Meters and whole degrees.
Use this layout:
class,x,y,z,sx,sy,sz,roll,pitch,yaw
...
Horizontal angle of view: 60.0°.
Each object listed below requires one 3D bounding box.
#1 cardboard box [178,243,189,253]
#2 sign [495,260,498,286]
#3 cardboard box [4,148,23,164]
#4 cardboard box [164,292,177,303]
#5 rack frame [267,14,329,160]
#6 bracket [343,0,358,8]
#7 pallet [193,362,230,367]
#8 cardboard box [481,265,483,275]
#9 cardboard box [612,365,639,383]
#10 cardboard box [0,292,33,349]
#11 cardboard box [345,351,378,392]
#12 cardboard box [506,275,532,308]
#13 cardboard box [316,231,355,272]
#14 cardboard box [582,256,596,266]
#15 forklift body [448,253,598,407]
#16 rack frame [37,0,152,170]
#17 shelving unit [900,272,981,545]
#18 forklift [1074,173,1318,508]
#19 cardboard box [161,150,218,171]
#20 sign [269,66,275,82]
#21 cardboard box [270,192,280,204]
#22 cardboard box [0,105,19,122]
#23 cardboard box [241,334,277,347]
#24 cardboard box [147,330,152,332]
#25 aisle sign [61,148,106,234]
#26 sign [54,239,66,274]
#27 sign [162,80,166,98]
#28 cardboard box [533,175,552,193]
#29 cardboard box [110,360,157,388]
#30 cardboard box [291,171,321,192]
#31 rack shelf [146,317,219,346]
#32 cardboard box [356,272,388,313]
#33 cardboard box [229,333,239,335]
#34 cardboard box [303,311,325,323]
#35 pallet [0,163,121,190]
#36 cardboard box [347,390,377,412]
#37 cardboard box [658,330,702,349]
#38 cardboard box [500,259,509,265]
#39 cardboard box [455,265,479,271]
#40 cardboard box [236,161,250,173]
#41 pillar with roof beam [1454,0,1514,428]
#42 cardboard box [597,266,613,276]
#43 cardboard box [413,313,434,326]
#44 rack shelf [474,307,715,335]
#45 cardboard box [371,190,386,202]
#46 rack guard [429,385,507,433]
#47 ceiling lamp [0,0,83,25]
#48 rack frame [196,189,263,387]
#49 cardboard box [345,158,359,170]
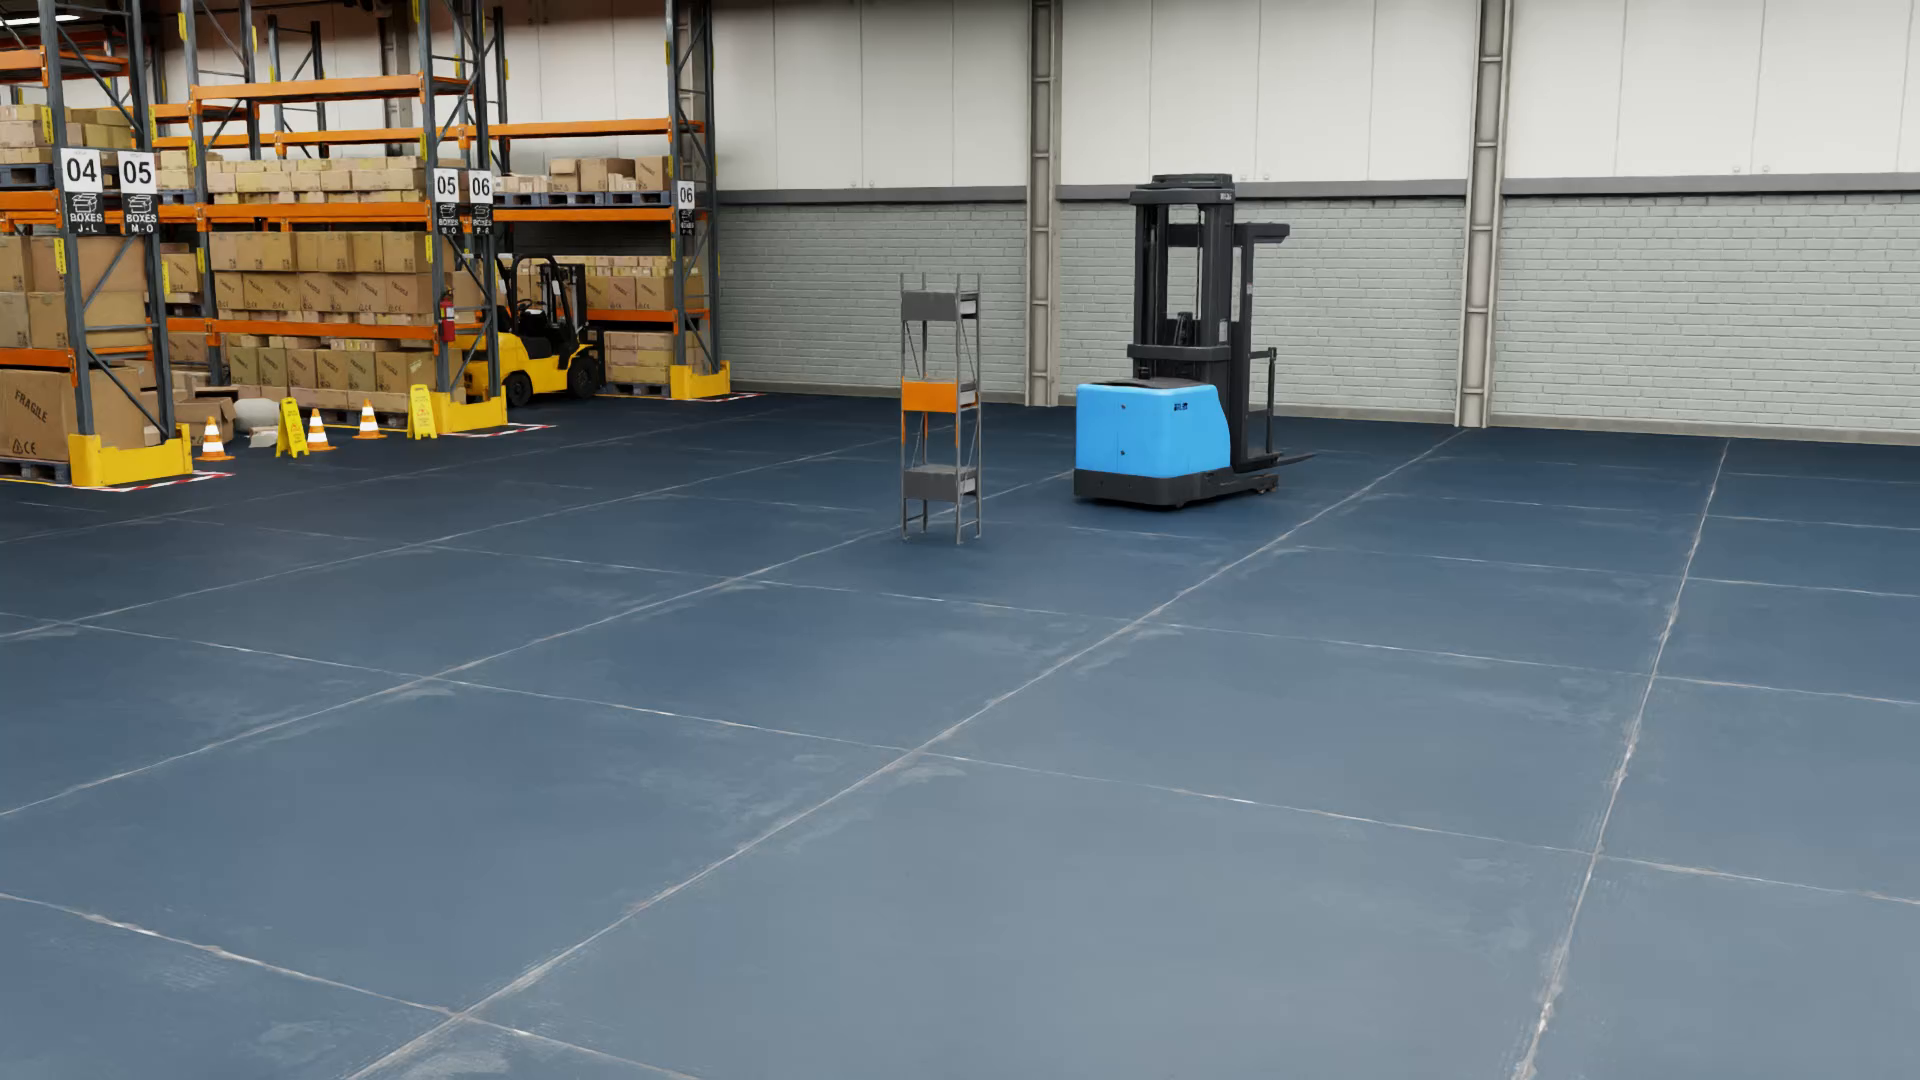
class,x,y,z,sx,sy,sz,roll,pitch,yaw
cardboard box,-11.043,-4.088,23.276,0.250,0.149,0.380,6,12,29
sign,-5.931,-3.401,21.168,0.005,0.325,0.100,5,11,26
cardboard box,-8.945,-3.690,16.019,0.250,0.149,0.380,5,11,26
cardboard box,-10.571,-3.307,22.604,0.250,0.149,0.380,5,11,24
rack frame,-11.153,-7.264,28.097,0.127,3.000,1.000,5,11,26
bracket,-10.114,-9.052,27.872,0.430,0.232,0.235,5,11,26
pallet,-12.895,-3.101,29.771,1.213,0.211,1.003,5,11,26
cardboard box,-7.396,-4.298,26.452,0.250,0.149,0.380,5,11,25
cardboard box,-4.981,-2.562,25.506,0.500,0.250,0.500,5,11,26
cardboard box,-9.127,-2.225,16.683,0.550,0.550,0.875,5,11,26
cardboard box,-7.475,-2.173,21.250,0.500,0.500,0.500,6,12,28
cardboard box,-6.809,-3.931,26.245,0.500,0.500,0.500,5,12,27
cardboard box,-7.679,-3.646,21.030,0.500,0.500,0.700,5,11,25
cardboard box,-5.582,-4.275,25.492,0.250,0.149,0.380,5,12,27
forklift body,-6.486,-3.122,24.440,1.214,2.155,2.313,5,11,26
rack frame,-8.271,-5.042,15.820,0.127,3.000,1.000,5,11,26
shelving unit,-0.148,-1.046,13.115,0.503,2.100,0.431,5,11,26
forklift,2.379,-1.931,15.668,1.130,2.935,3.031,9,13,40
cardboard box,-10.334,-5.084,22.312,0.500,0.250,0.500,5,12,27
sign,-11.384,-7.675,27.524,0.005,0.325,0.100,5,11,26
cardboard box,-8.664,-4.412,21.467,0.250,0.149,0.380,5,11,24
cardboard box,-8.946,-4.083,15.949,0.250,0.149,0.380,5,11,26
cardboard box,-9.263,-2.636,21.988,0.250,0.149,0.380,5,11,27
cardboard box,-14.536,-3.852,30.109,0.250,0.149,0.380,6,12,29
aisle sign,-8.340,-3.316,15.827,0.004,0.787,0.394,5,11,26
sign,-8.523,-2.691,15.757,0.005,0.325,0.100,5,11,26
sign,-14.499,-8.206,30.234,0.005,0.325,0.100,5,11,26
cardboard box,-6.369,-5.497,25.674,0.258,0.266,0.396,5,11,24
cardboard box,-10.519,-2.059,21.079,0.500,0.500,0.500,5,11,26
cardboard box,-8.121,-4.554,21.131,0.500,0.250,0.500,5,11,26
rack shelf,-11.552,-3.007,23.443,4.000,0.370,1.077,5,11,26
cardboard box,-7.227,-3.123,20.946,0.500,0.500,0.500,5,11,26
cardboard box,-12.623,-3.698,29.259,0.250,0.149,0.380,5,11,25
cardboard box,-8.236,-2.886,21.460,0.250,0.149,0.380,5,11,26
pallet,-8.941,-3.579,16.409,1.213,0.211,1.003,5,11,26
cardboard box,-7.476,-1.805,21.321,0.500,0.250,0.500,5,11,26
cardboard box,-4.326,-3.095,25.643,0.500,0.250,0.500,5,11,25
cardboard box,-7.128,-4.435,26.377,0.250,0.149,0.380,5,11,27
cardboard box,-7.970,-4.356,26.776,0.250,0.149,0.380,5,12,28
cardboard box,-9.141,-4.833,21.557,0.250,0.149,0.380,5,11,24
pillar with roof beam,4.653,-5.199,16.689,0.400,9.000,9.100,5,11,26
cardboard box,-5.339,-4.113,25.430,0.250,0.149,0.380,5,11,24
cardboard box,-6.601,-2.760,20.763,0.250,0.149,0.380,5,12,28
rack shelf,-5.772,-3.485,26.083,4.000,0.370,1.077,5,11,26
cardboard box,-7.076,-4.265,20.655,0.250,0.149,0.380,5,12,28
rack guard,-6.239,-1.664,21.022,0.348,0.500,1.175,5,11,26
ceiling lamp,-14.960,-10.034,27.015,2.000,3.185,0.800,5,11,26
rack frame,-9.758,-3.204,22.508,0.127,3.000,1.000,5,11,26
cardboard box,-7.477,-4.705,20.847,0.250,0.149,0.380,5,11,26
